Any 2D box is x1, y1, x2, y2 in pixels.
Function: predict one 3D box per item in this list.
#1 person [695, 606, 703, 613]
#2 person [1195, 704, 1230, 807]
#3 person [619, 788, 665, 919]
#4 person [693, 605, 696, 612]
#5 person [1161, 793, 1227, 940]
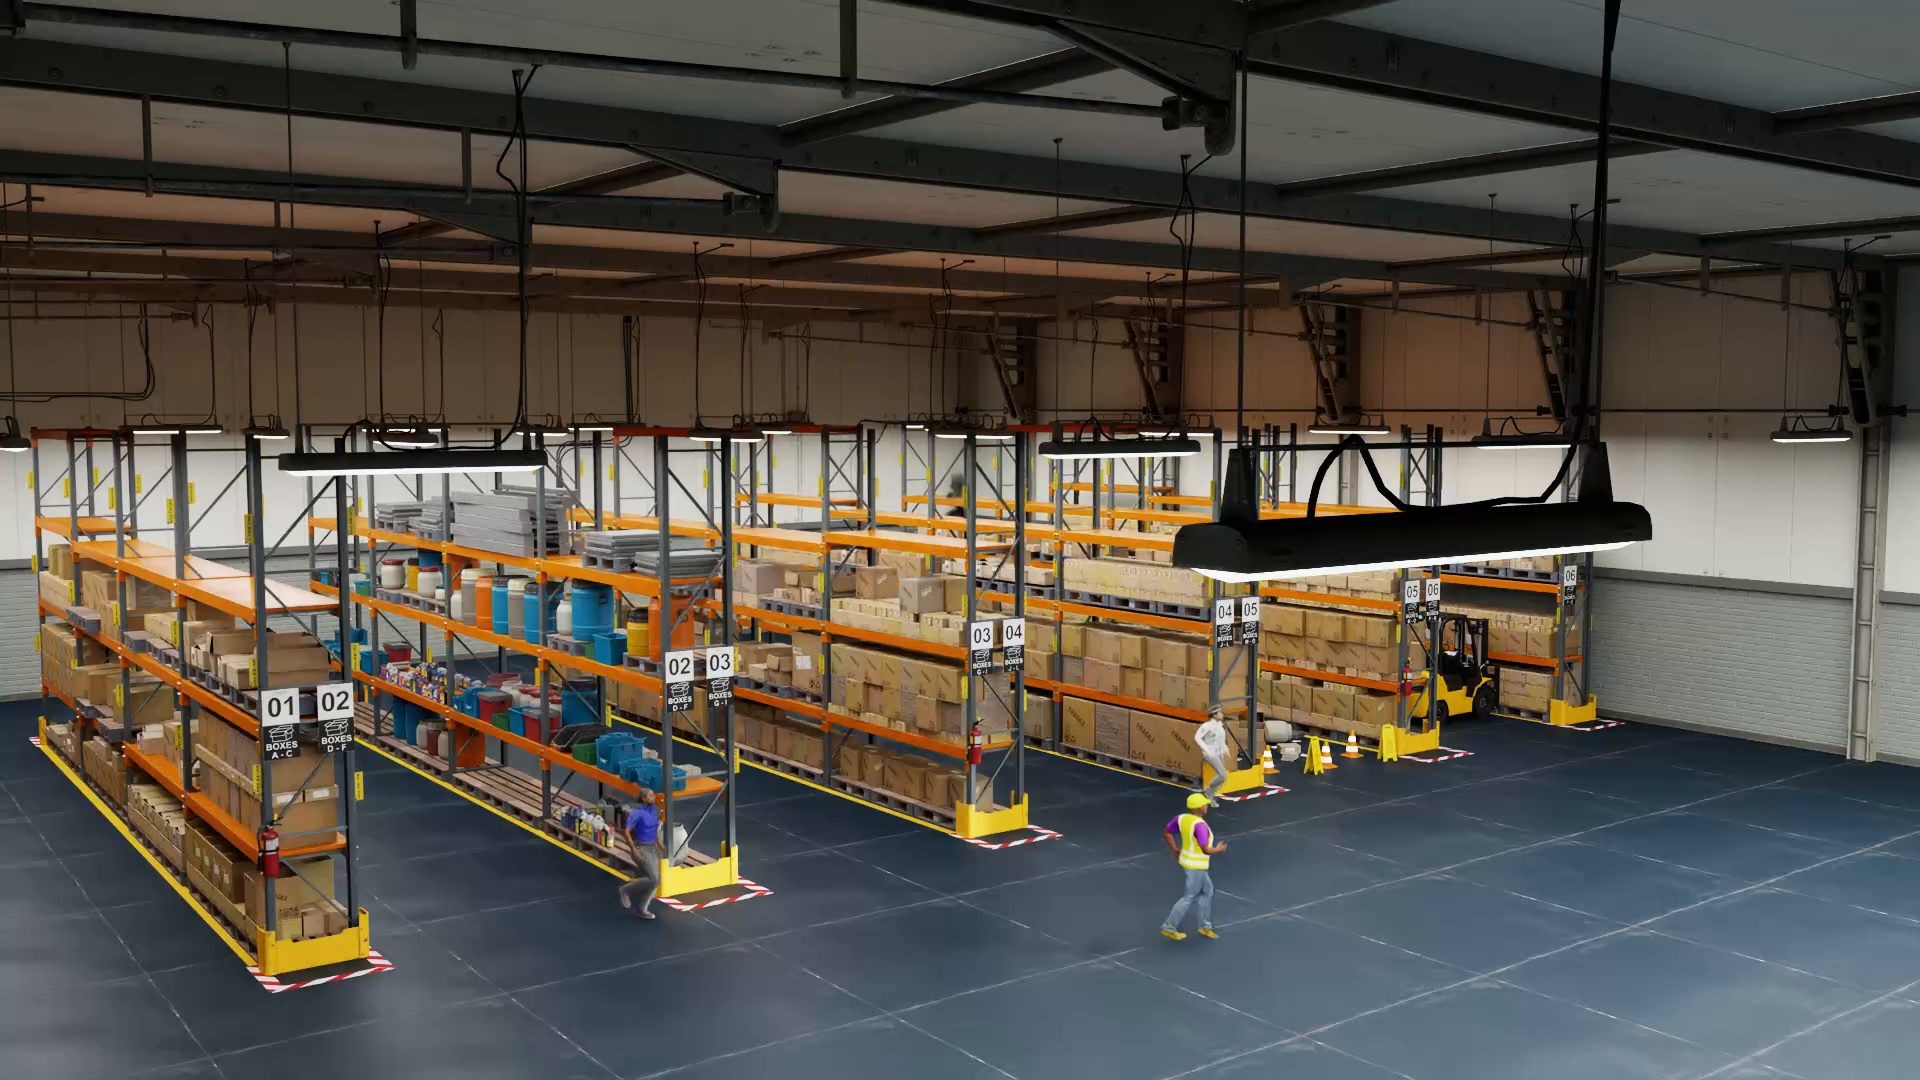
[{"bbox_3d":[-6.454,2.368,40.680,0.618,1.557,0.498,3,6,38],"label":"person"},{"bbox_3d":[4.088,3.429,26.455,0.514,1.660,0.642,4,6,41],"label":"person"},{"bbox_3d":[-3.943,3.903,20.875,0.523,1.578,0.613,2,5,19],"label":"person"},{"bbox_3d":[-6.526,2.364,39.610,0.775,1.710,0.627,-1,5,-12],"label":"person"},{"bbox_3d":[2.761,3.907,19.700,0.780,1.822,0.676,-1,5,-11],"label":"person"}]
